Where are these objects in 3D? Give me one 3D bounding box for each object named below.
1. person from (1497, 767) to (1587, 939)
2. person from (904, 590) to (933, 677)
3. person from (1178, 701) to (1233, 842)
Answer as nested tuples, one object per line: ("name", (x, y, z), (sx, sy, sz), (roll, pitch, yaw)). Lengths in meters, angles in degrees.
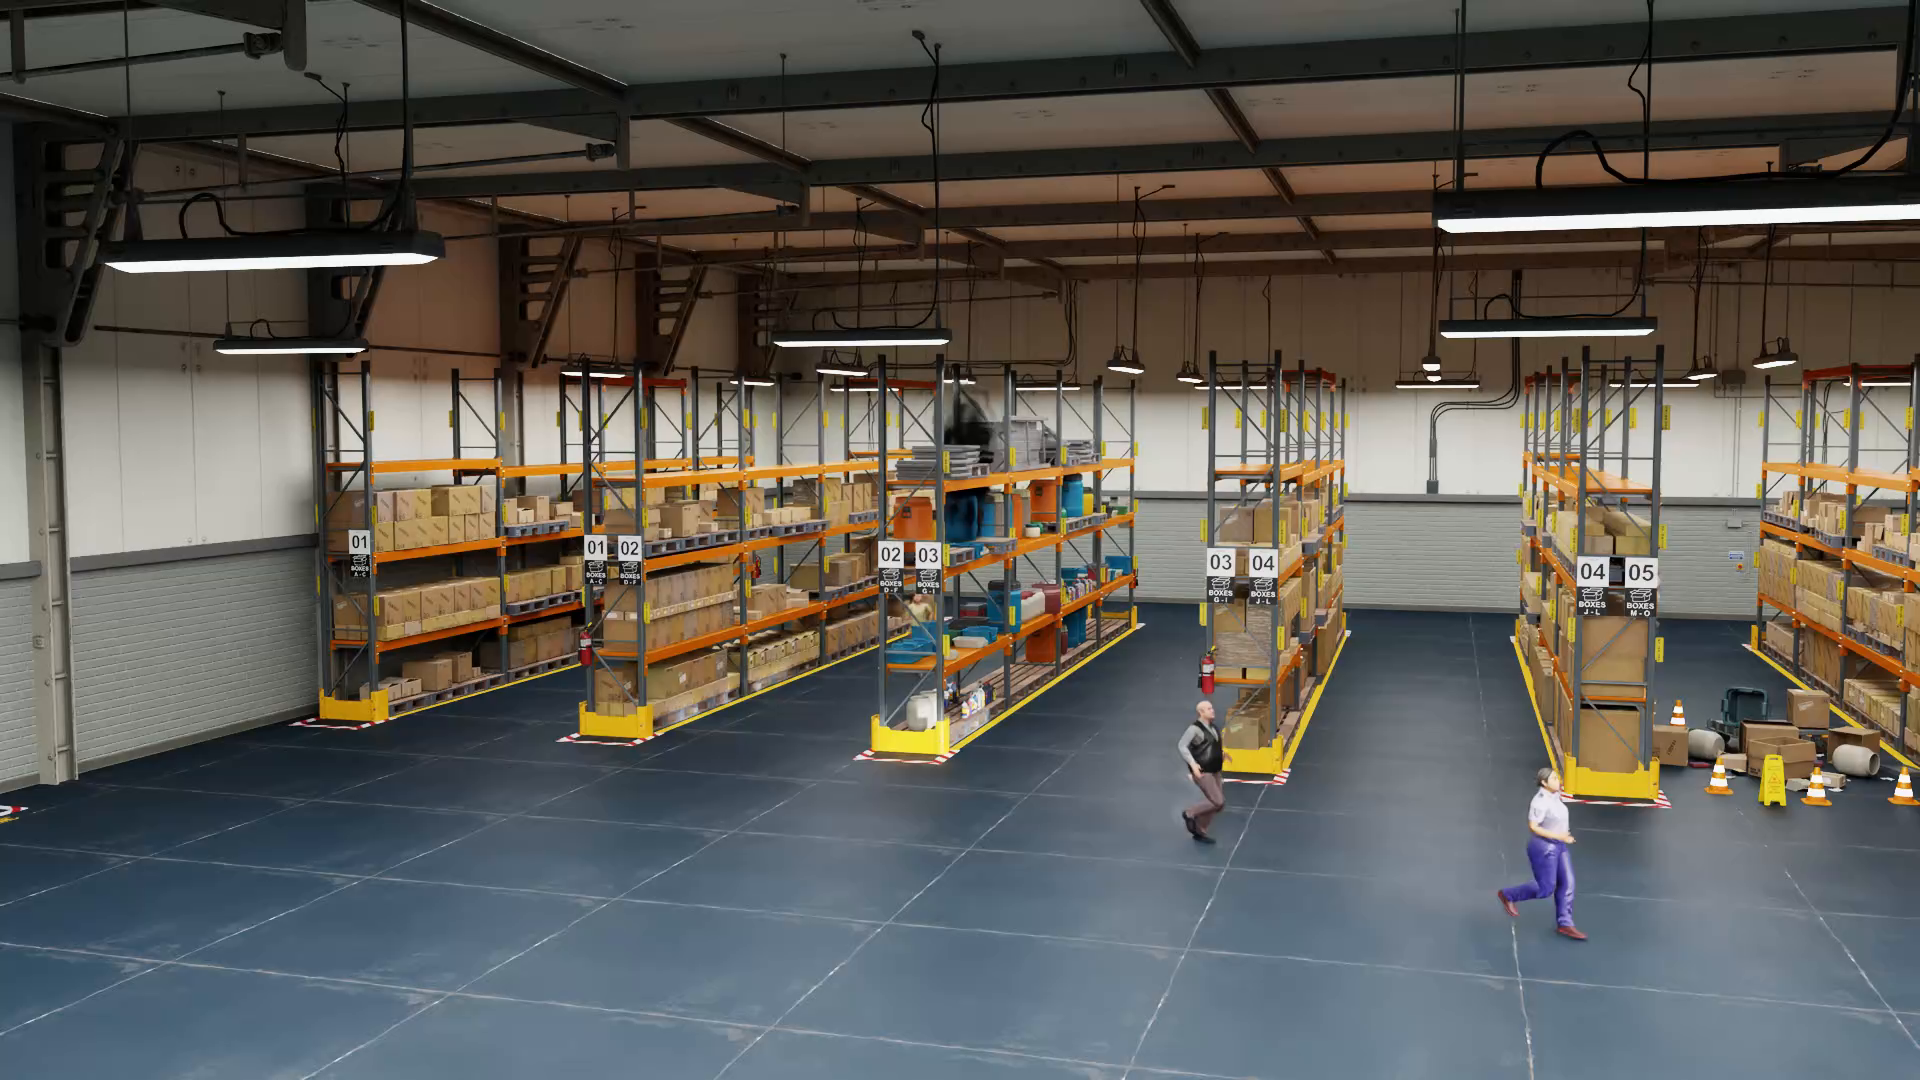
("person", (5.718, 3.032, 16.253), (0.849, 1.639, 0.607), (3, 5, 40))
("person", (-0.824, 1.834, 32.698), (0.558, 1.705, 0.670), (0, 4, 5))
("person", (2.953, 2.754, 19.741), (0.569, 1.678, 0.652), (3, 5, 40))
